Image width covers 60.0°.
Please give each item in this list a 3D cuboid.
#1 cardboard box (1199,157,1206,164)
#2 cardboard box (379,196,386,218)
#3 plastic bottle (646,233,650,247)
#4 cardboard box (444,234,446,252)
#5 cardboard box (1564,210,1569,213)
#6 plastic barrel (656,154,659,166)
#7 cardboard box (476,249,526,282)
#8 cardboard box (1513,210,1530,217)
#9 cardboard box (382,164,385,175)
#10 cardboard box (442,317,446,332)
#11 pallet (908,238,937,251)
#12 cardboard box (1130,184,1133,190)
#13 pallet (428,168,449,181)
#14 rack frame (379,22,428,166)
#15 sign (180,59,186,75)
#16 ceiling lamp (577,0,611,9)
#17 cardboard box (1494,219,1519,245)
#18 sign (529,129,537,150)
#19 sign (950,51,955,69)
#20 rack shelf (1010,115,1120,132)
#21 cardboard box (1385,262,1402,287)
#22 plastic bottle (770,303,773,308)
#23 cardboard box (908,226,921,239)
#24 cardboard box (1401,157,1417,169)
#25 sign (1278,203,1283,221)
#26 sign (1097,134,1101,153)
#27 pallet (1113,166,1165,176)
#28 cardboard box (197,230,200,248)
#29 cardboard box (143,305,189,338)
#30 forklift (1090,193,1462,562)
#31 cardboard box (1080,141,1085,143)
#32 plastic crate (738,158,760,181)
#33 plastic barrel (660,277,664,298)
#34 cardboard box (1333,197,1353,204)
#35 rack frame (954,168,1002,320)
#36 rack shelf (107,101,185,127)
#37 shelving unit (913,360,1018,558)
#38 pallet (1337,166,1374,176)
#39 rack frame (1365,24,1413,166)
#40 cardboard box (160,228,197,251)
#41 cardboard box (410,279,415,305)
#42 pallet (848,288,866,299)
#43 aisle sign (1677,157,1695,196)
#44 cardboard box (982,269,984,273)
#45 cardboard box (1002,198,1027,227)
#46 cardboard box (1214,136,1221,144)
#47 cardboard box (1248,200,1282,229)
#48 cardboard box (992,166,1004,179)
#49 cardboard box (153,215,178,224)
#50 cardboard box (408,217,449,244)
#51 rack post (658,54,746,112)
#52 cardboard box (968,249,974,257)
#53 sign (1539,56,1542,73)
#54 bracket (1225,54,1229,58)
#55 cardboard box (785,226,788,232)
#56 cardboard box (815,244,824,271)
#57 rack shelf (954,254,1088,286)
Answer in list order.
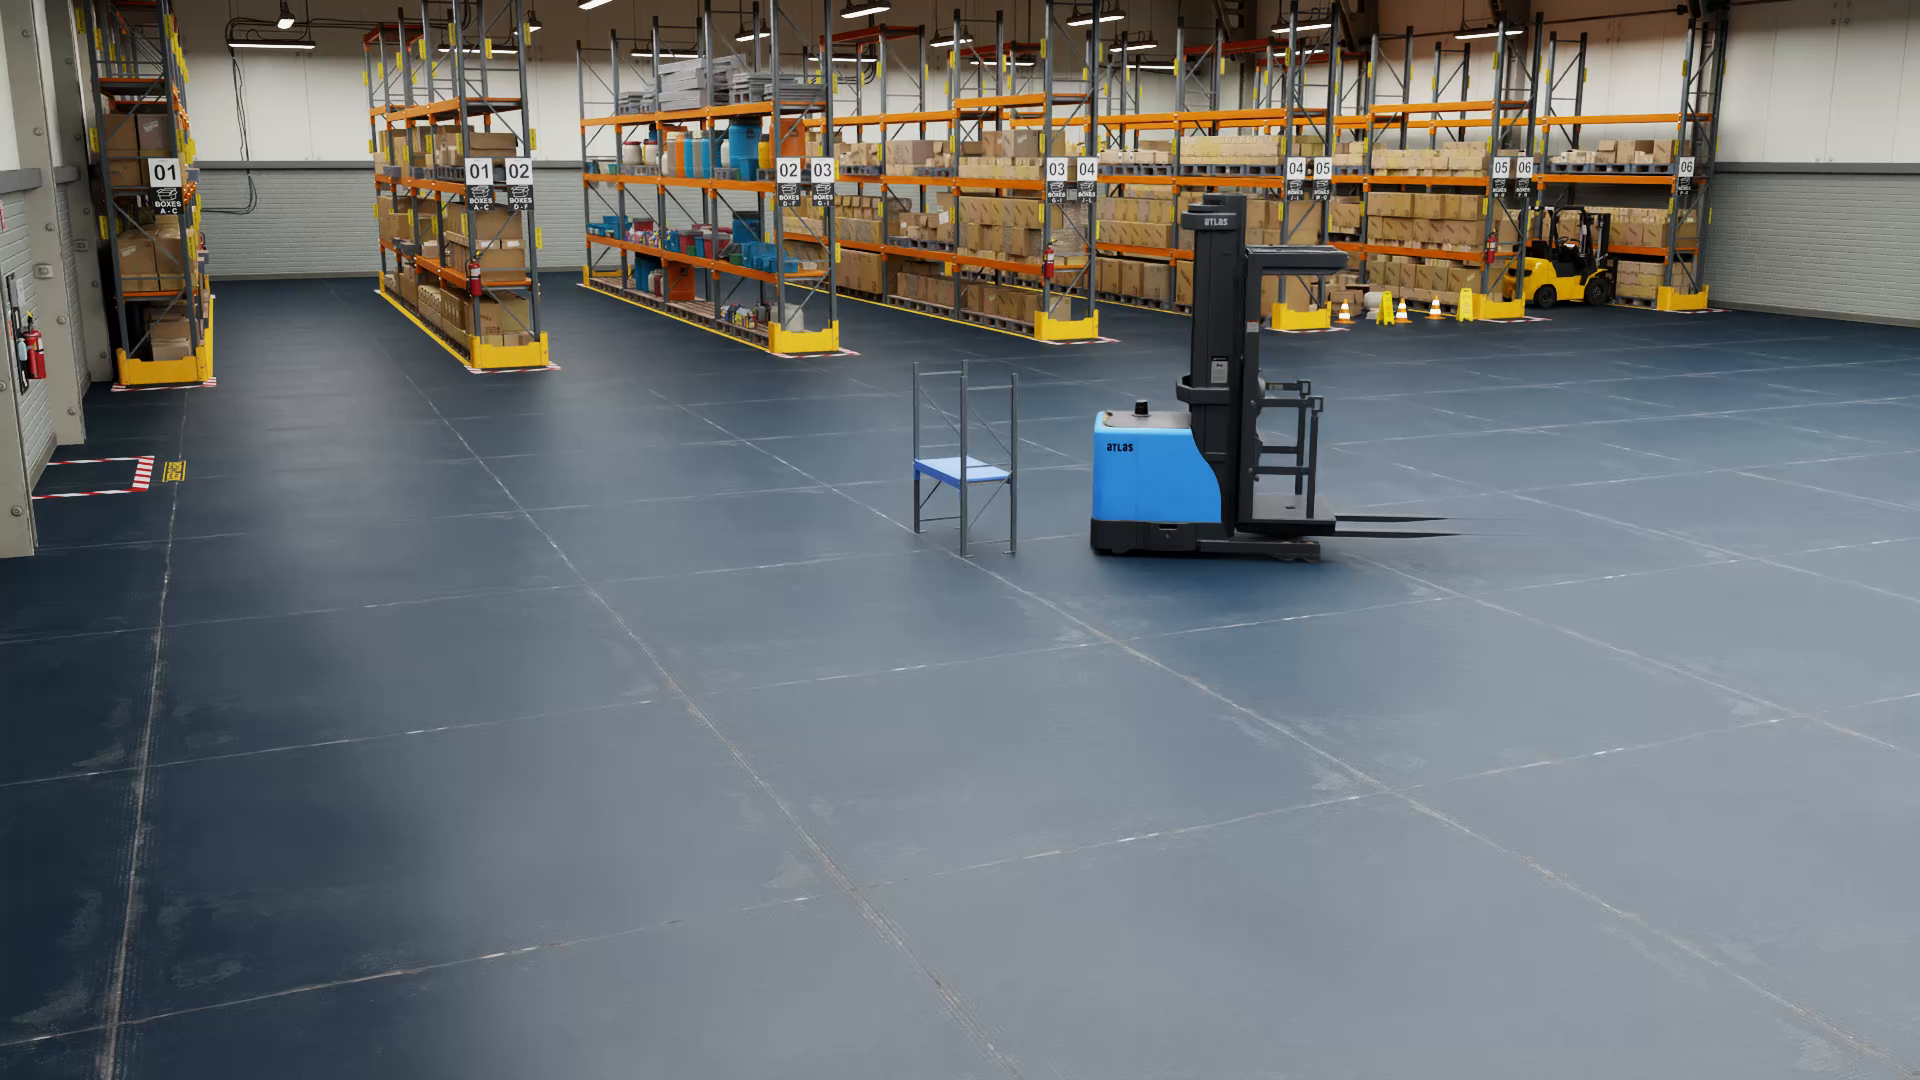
[{"bbox_3d":[5.083,-7.698,33.732,0.380,0.149,0.250,-6,14,-24],"label":"cardboard box"},{"bbox_3d":[-13.374,-7.840,39.152,0.500,0.500,0.500,-5,14,-22],"label":"cardboard box"},{"bbox_3d":[-6.792,-6.545,36.255,0.061,0.283,0.133,-6,14,-23],"label":"plastic bottle"},{"bbox_3d":[-9.423,-5.469,31.125,0.500,0.500,0.500,-6,14,-23],"label":"cardboard box"},{"bbox_3d":[14.140,-7.605,38.257,0.380,0.149,0.250,-6,14,-24],"label":"cardboard box"},{"bbox_3d":[-6.345,-8.128,35.557,0.301,0.262,0.301,0,13,0],"label":"plastic barrel"},{"bbox_3d":[-7.292,-4.368,26.367,0.700,0.500,0.500,-6,14,-23],"label":"cardboard box"},{"bbox_3d":[13.476,-7.808,39.794,0.380,0.149,0.250,-6,14,-23],"label":"cardboard box"},{"bbox_3d":[-12.761,-8.372,37.571,0.500,0.250,0.500,-6,14,-23],"label":"cardboard box"},{"bbox_3d":[-8.811,-3.789,29.257,0.500,0.250,0.500,-6,14,-23],"label":"cardboard box"},{"bbox_3d":[-0.413,-6.269,35.231,1.003,0.211,1.213,-6,14,-23],"label":"pallet"},{"bbox_3d":[4.966,-9.855,46.422,0.380,0.149,0.250,-5,14,-22],"label":"cardboard box"},{"bbox_3d":[-9.084,-6.597,29.993,0.805,0.209,1.217,-6,14,-25],"label":"pallet"},{"bbox_3d":[-11.924,-9.623,35.992,1.000,3.000,0.127,-6,14,-23],"label":"rack frame"},{"bbox_3d":[-15.969,-9.720,34.163,0.100,0.325,0.005,-6,14,-23],"label":"sign"},{"bbox_3d":[-6.188,-11.030,29.124,0.800,3.185,2.000,-6,14,-23],"label":"ceiling lamp"},{"bbox_3d":[11.106,-6.327,34.173,0.500,0.500,0.500,-6,14,-24],"label":"cardboard box"},{"bbox_3d":[-6.606,-6.196,25.722,0.100,0.325,0.005,-6,14,-23],"label":"sign"},{"bbox_3d":[-0.147,-9.345,32.368,0.100,0.325,0.005,-6,14,-23],"label":"sign"},{"bbox_3d":[2.541,-9.986,40.041,1.077,0.370,4.000,-6,14,-23],"label":"rack shelf"},{"bbox_3d":[9.654,-5.811,36.330,0.500,0.500,0.500,-5,14,-21],"label":"cardboard box"},{"bbox_3d":[-3.451,-4.205,30.784,0.144,0.351,0.185,-6,14,-23],"label":"plastic bottle"},{"bbox_3d":[-0.783,-6.533,35.344,0.500,0.250,0.500,-6,14,-25],"label":"cardboard box"},{"bbox_3d":[9.769,-8.044,35.494,0.500,0.250,0.500,-5,14,-22],"label":"cardboard box"},{"bbox_3d":[6.044,-6.176,31.308,0.100,0.325,0.005,-6,14,-23],"label":"sign"},{"bbox_3d":[2.459,-7.051,29.594,0.100,0.325,0.005,-6,14,-23],"label":"sign"},{"bbox_3d":[4.099,-8.206,36.938,1.003,0.211,1.213,-5,14,-20],"label":"pallet"},{"bbox_3d":[-16.663,-6.512,35.189,0.980,0.700,0.700,-5,14,-22],"label":"cardboard box"},{"bbox_3d":[-13.567,-3.747,28.473,0.700,0.500,0.500,-5,14,-21],"label":"cardboard box"},{"bbox_3d":[2.635,-1.372,13.796,3.031,2.935,1.130,1,13,6],"label":"forklift"},{"bbox_3d":[3.088,-9.342,39.511,0.396,0.266,0.258,-6,14,-23],"label":"cardboard box"},{"bbox_3d":[-3.617,-6.488,29.134,0.392,0.384,0.575,-6,14,-23],"label":"plastic crate"},{"bbox_3d":[-6.301,-5.521,36.160,0.421,0.512,0.421,0,13,0],"label":"plastic barrel"},{"bbox_3d":[8.759,-7.767,38.026,0.380,0.149,0.250,-6,14,-25],"label":"cardboard box"},{"bbox_3d":[0.359,-5.942,33.390,1.000,3.000,0.127,-6,14,-23],"label":"rack frame"},{"bbox_3d":[-14.058,-7.390,28.826,1.077,0.370,4.000,-6,14,-23],"label":"rack shelf"},{"bbox_3d":[0.034,-0.713,14.125,0.538,1.500,1.048,-6,14,-23],"label":"shelving unit"},{"bbox_3d":[9.290,-8.344,37.533,1.213,0.211,1.003,-6,14,-23],"label":"pallet"},{"bbox_3d":[9.439,-9.760,36.581,1.000,3.000,0.127,-6,14,-23],"label":"rack frame"},{"bbox_3d":[-12.784,-4.832,27.219,0.500,0.500,0.500,-6,14,-23],"label":"cardboard box"},{"bbox_3d":[-11.118,-5.150,34.535,0.500,0.500,0.500,-6,14,-25],"label":"cardboard box"},{"bbox_3d":[-1.975,-5.831,39.095,1.003,0.211,1.213,-6,14,-23],"label":"pallet"},{"bbox_3d":[15.345,-7.686,35.161,0.394,0.787,0.004,-6,14,-23],"label":"aisle sign"},{"bbox_3d":[0.813,-7.161,44.051,0.380,0.149,0.250,-5,14,-22],"label":"cardboard box"},{"bbox_3d":[1.111,-6.094,30.947,0.500,0.500,0.500,-6,14,-23],"label":"cardboard box"},{"bbox_3d":[5.290,-7.981,33.183,0.380,0.149,0.250,-6,14,-23],"label":"cardboard box"},{"bbox_3d":[6.129,-6.327,32.327,0.875,0.550,0.550,-6,14,-23],"label":"cardboard box"},{"bbox_3d":[0.929,-6.893,31.181,0.500,0.250,0.500,-6,14,-24],"label":"cardboard box"},{"bbox_3d":[-14.551,-5.871,30.449,0.380,0.149,0.250,-8,15,-32],"label":"cardboard box"},{"bbox_3d":[-10.677,-6.247,33.557,0.700,0.500,0.500,-12,18,-42],"label":"cardboard box"},{"bbox_3d":[-5.047,-8.913,32.482,1.013,1.000,3.121,-6,14,-23],"label":"rack post"},{"bbox_3d":[0.383,-5.646,32.668,0.380,0.149,0.250,-6,14,-23],"label":"cardboard box"},{"bbox_3d":[11.539,-9.476,33.107,0.100,0.325,0.005,-6,14,-23],"label":"sign"},{"bbox_3d":[8.433,-15.134,51.818,0.235,0.232,0.430,-6,14,-23],"label":"bracket"},{"bbox_3d":[-4.295,-8.036,42.995,0.380,0.149,0.250,-6,14,-24],"label":"cardboard box"},{"bbox_3d":[-3.037,-6.908,41.344,0.875,0.875,0.875,-6,14,-23],"label":"cardboard box"},{"bbox_3d":[1.160,-5.178,31.685,1.077,0.370,4.000,-6,14,-23],"label":"rack shelf"}]
